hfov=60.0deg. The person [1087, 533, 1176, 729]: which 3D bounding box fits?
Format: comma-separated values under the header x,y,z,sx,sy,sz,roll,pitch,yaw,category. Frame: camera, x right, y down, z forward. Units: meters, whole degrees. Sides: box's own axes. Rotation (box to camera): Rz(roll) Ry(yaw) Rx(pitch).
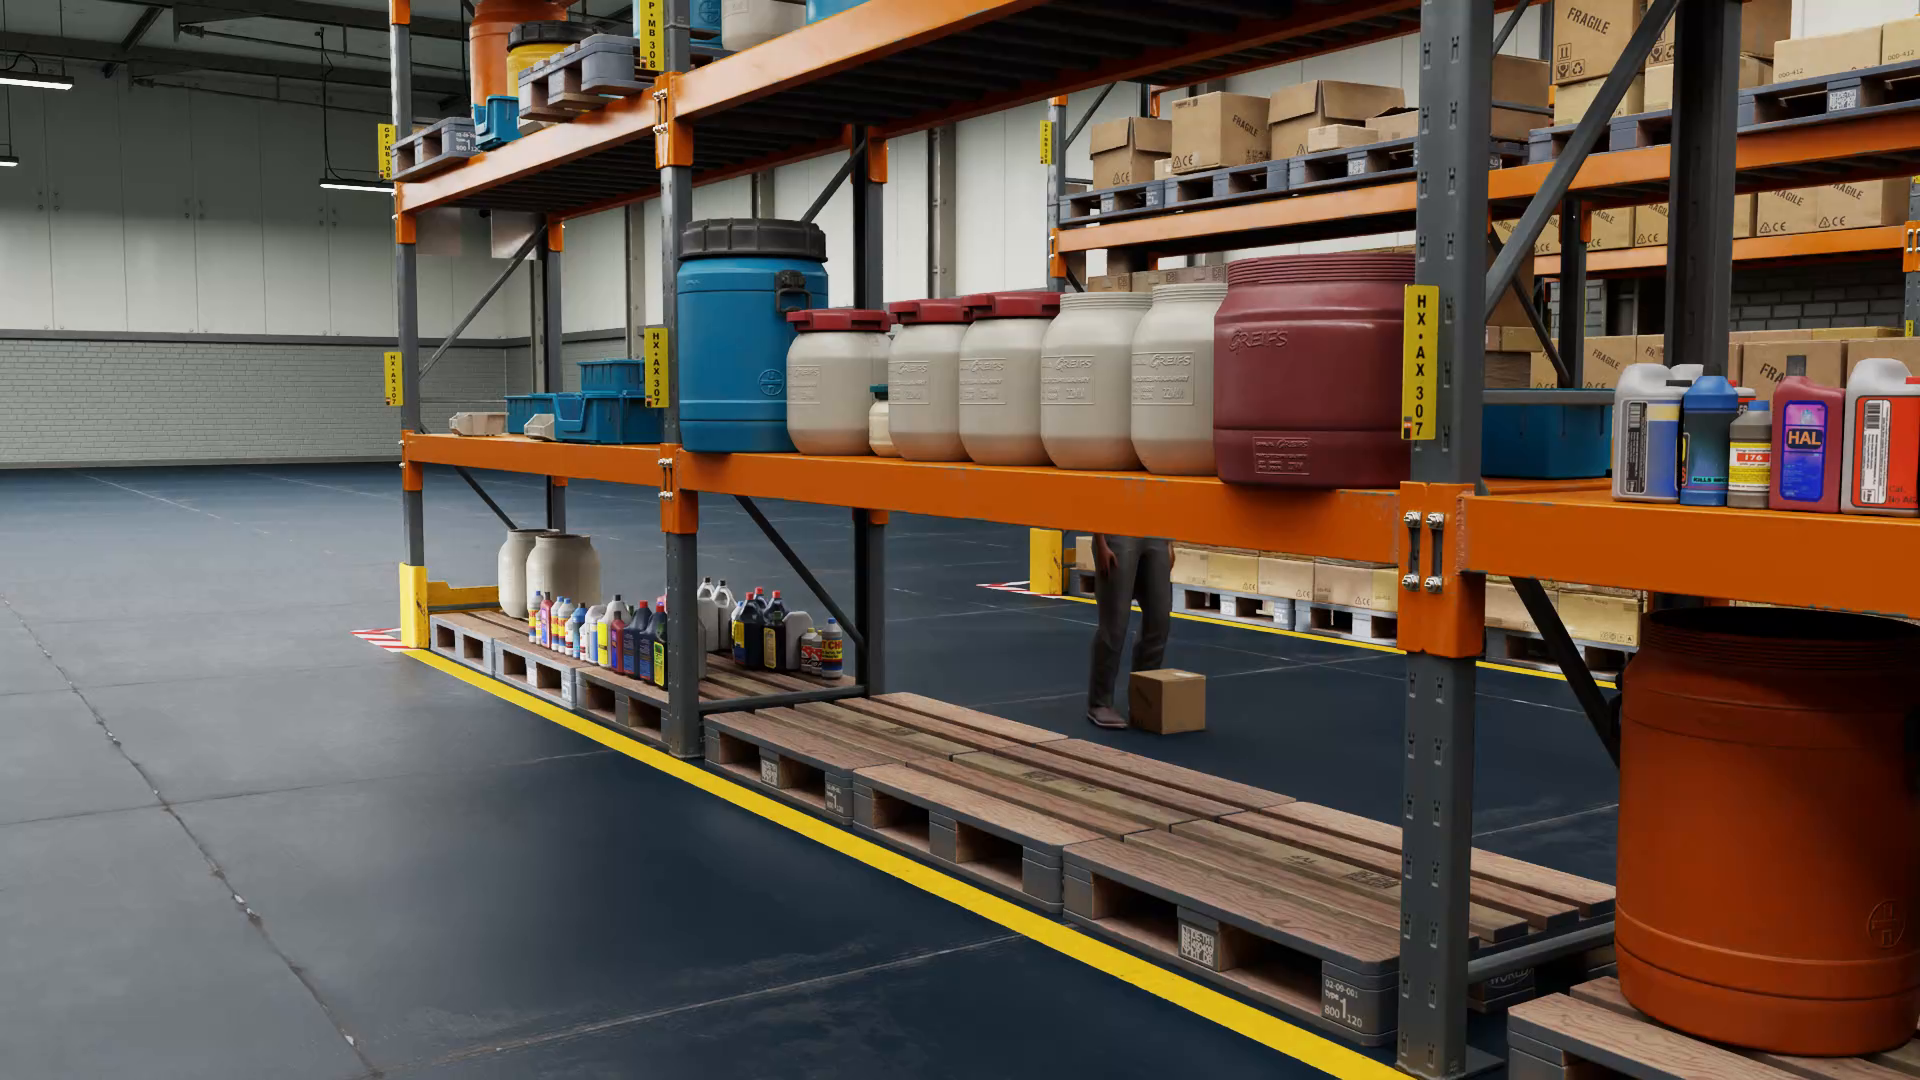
x,y,z,sx,sy,sz,roll,pitch,yaw,category
0.813,0.028,7.788,0.518,1.653,0.349,-4,6,-36,person
